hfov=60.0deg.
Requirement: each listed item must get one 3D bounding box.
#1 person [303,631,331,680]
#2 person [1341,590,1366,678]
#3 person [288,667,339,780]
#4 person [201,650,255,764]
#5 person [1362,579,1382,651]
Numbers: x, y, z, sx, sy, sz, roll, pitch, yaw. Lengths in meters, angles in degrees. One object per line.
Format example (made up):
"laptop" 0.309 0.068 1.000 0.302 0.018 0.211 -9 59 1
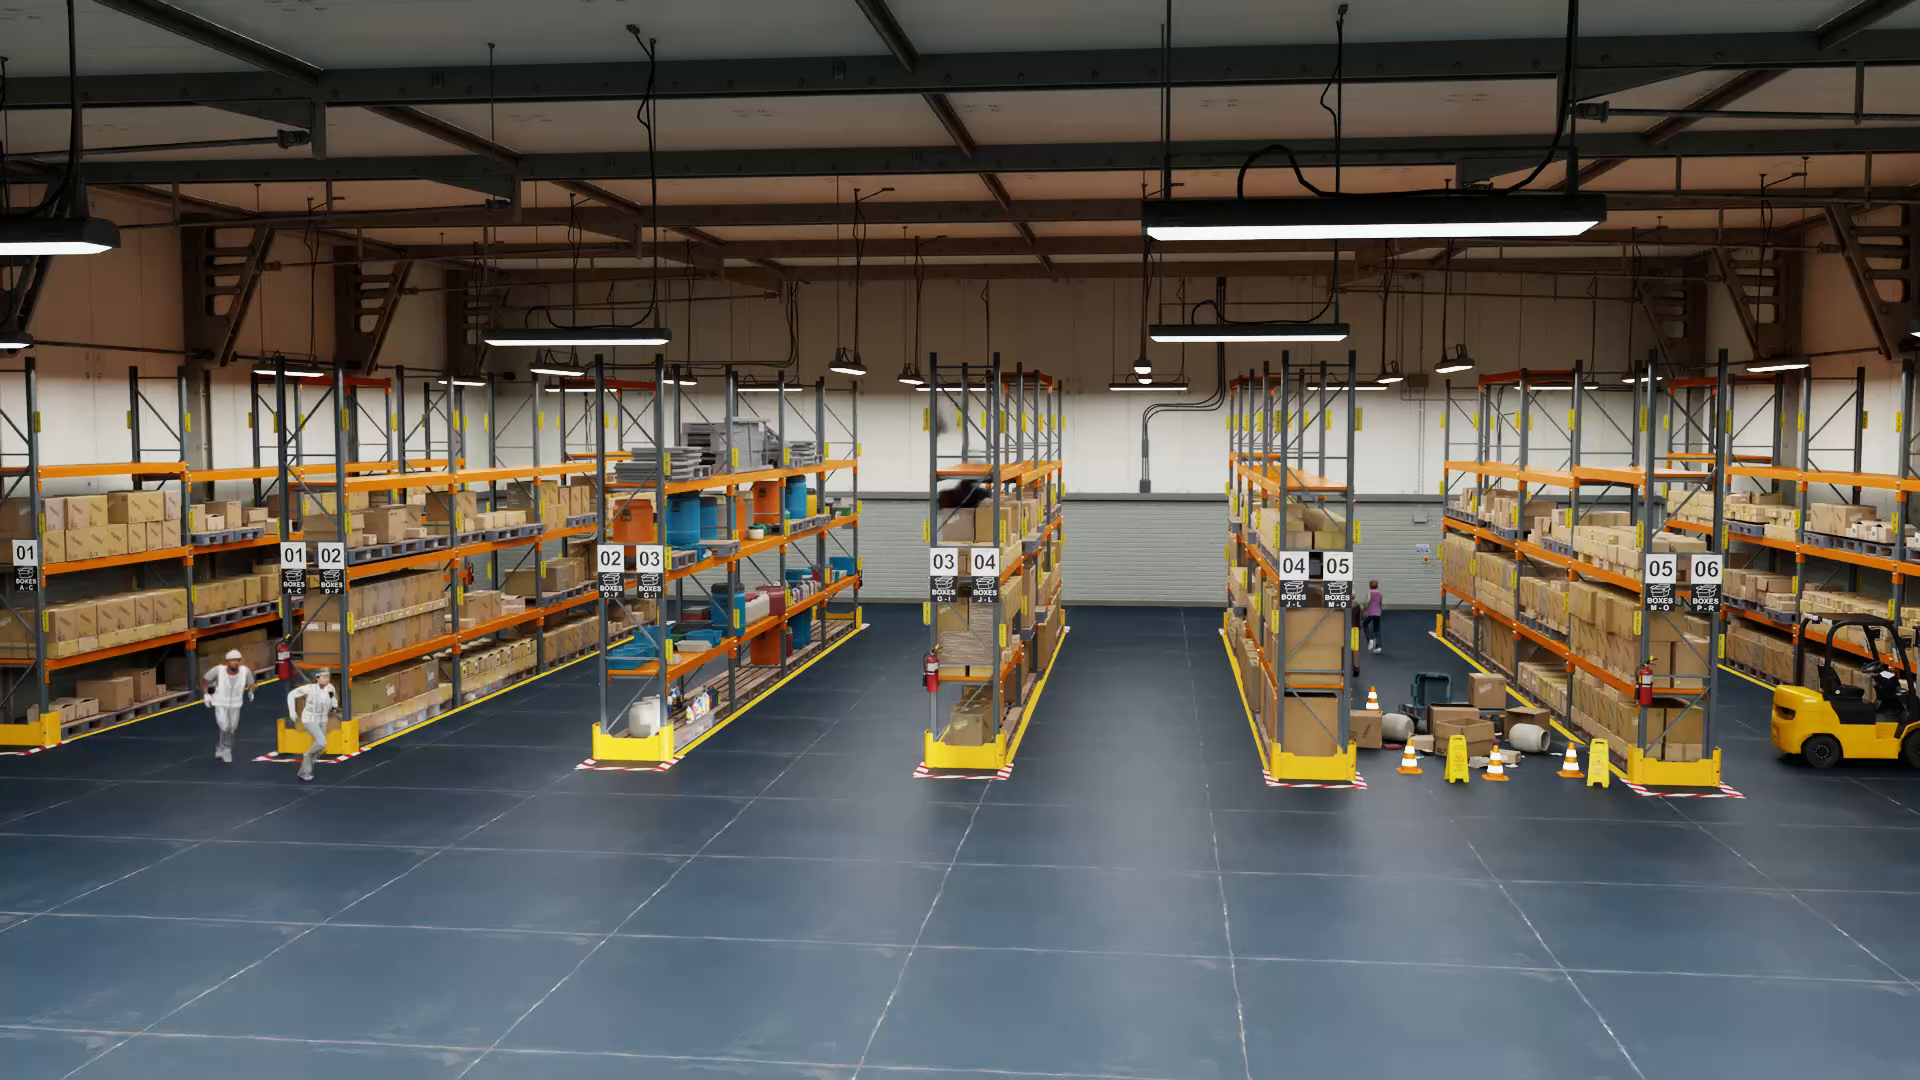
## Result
"person" -11.873 2.020 30.743 0.599 1.628 0.539 0 4 3
"person" 7.594 1.825 32.378 0.644 1.732 0.947 0 4 3
"person" -8.956 2.554 23.151 0.754 1.609 0.601 2 5 28
"person" -10.775 2.443 24.527 0.710 1.688 0.868 -4 5 -41
"person" 9.001 1.637 36.316 0.507 1.560 0.701 -1 4 -15
